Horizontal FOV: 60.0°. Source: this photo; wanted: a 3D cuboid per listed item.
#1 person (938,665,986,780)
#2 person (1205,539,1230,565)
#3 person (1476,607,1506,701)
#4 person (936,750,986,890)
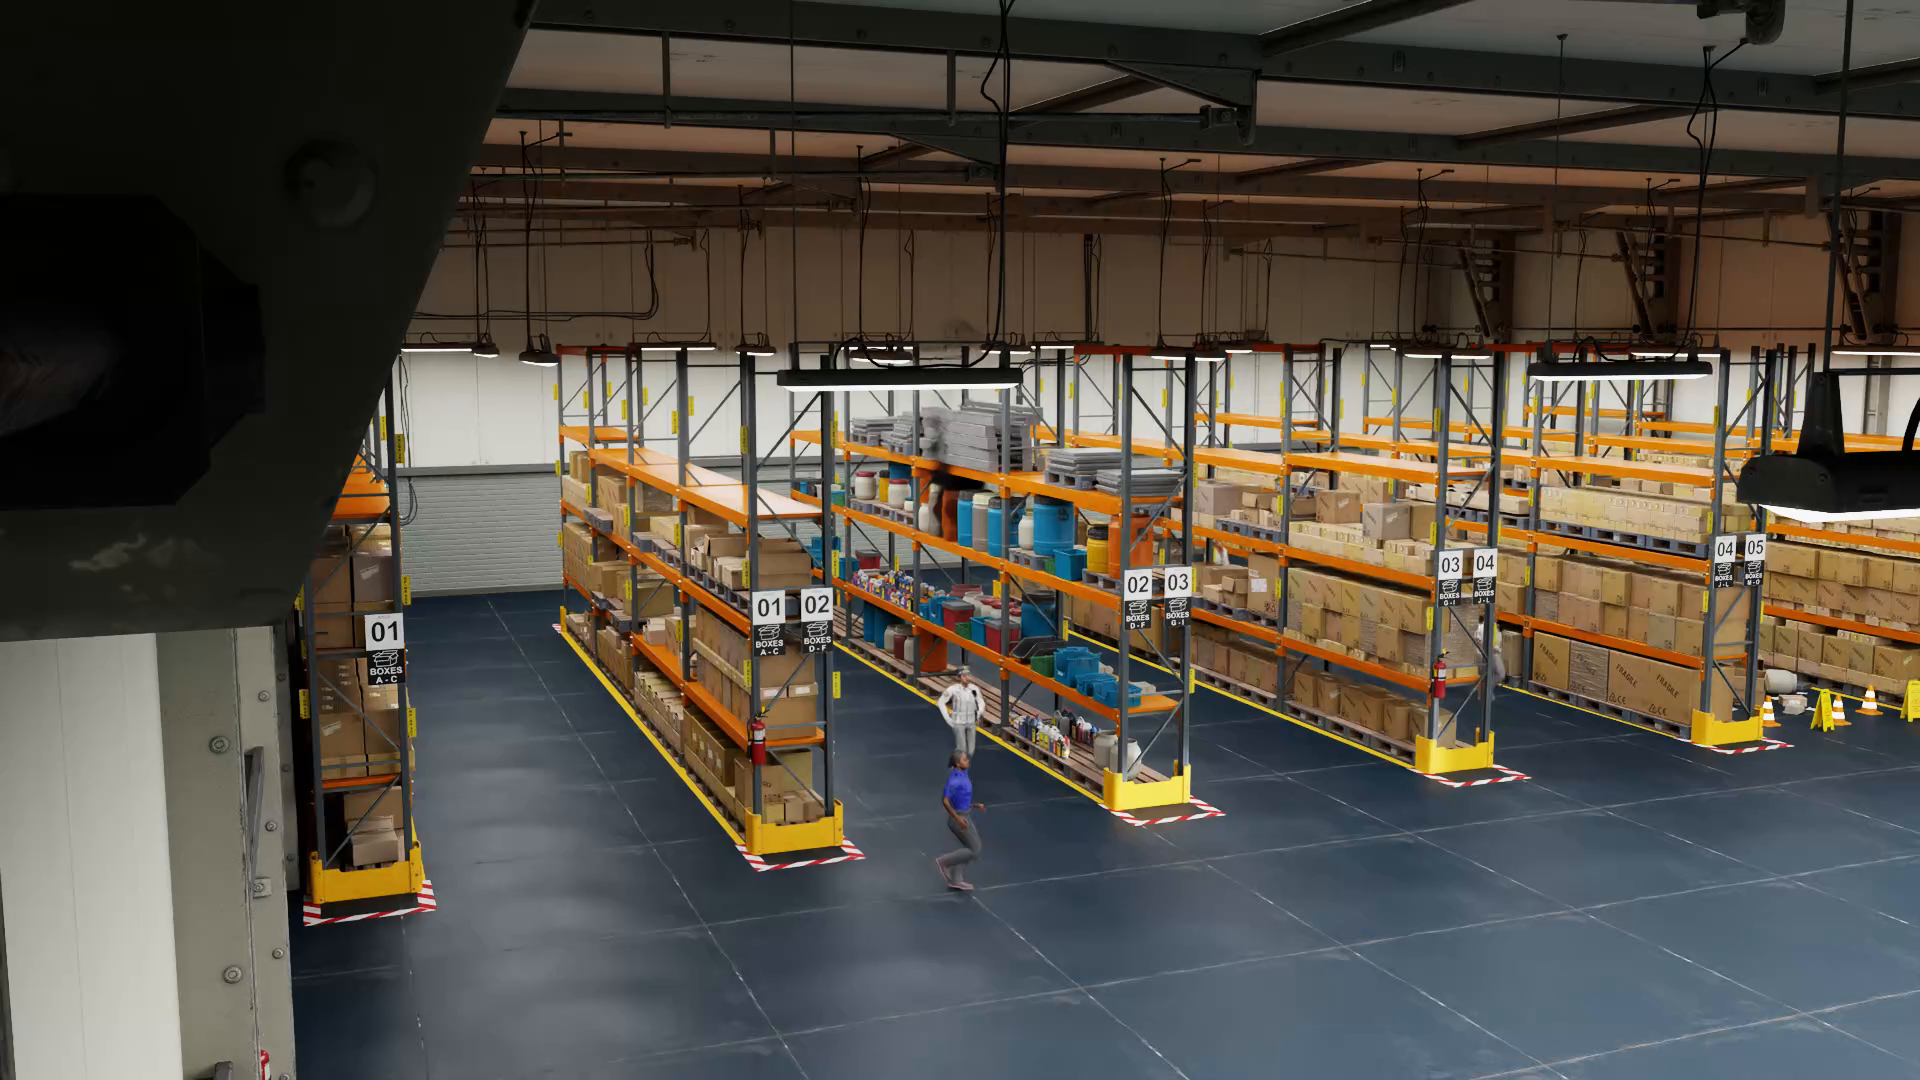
[{"bbox_3d":[0.065,2.564,23.218,0.678,1.658,0.490,-3,8,-22],"label":"person"},{"bbox_3d":[5.678,0.785,36.714,0.669,1.789,0.968,-3,8,-21],"label":"person"},{"bbox_3d":[8.978,1.939,28.090,0.576,1.662,0.580,-3,8,-23],"label":"person"},{"bbox_3d":[0.009,3.166,18.803,0.555,1.614,0.582,1,7,5],"label":"person"}]
